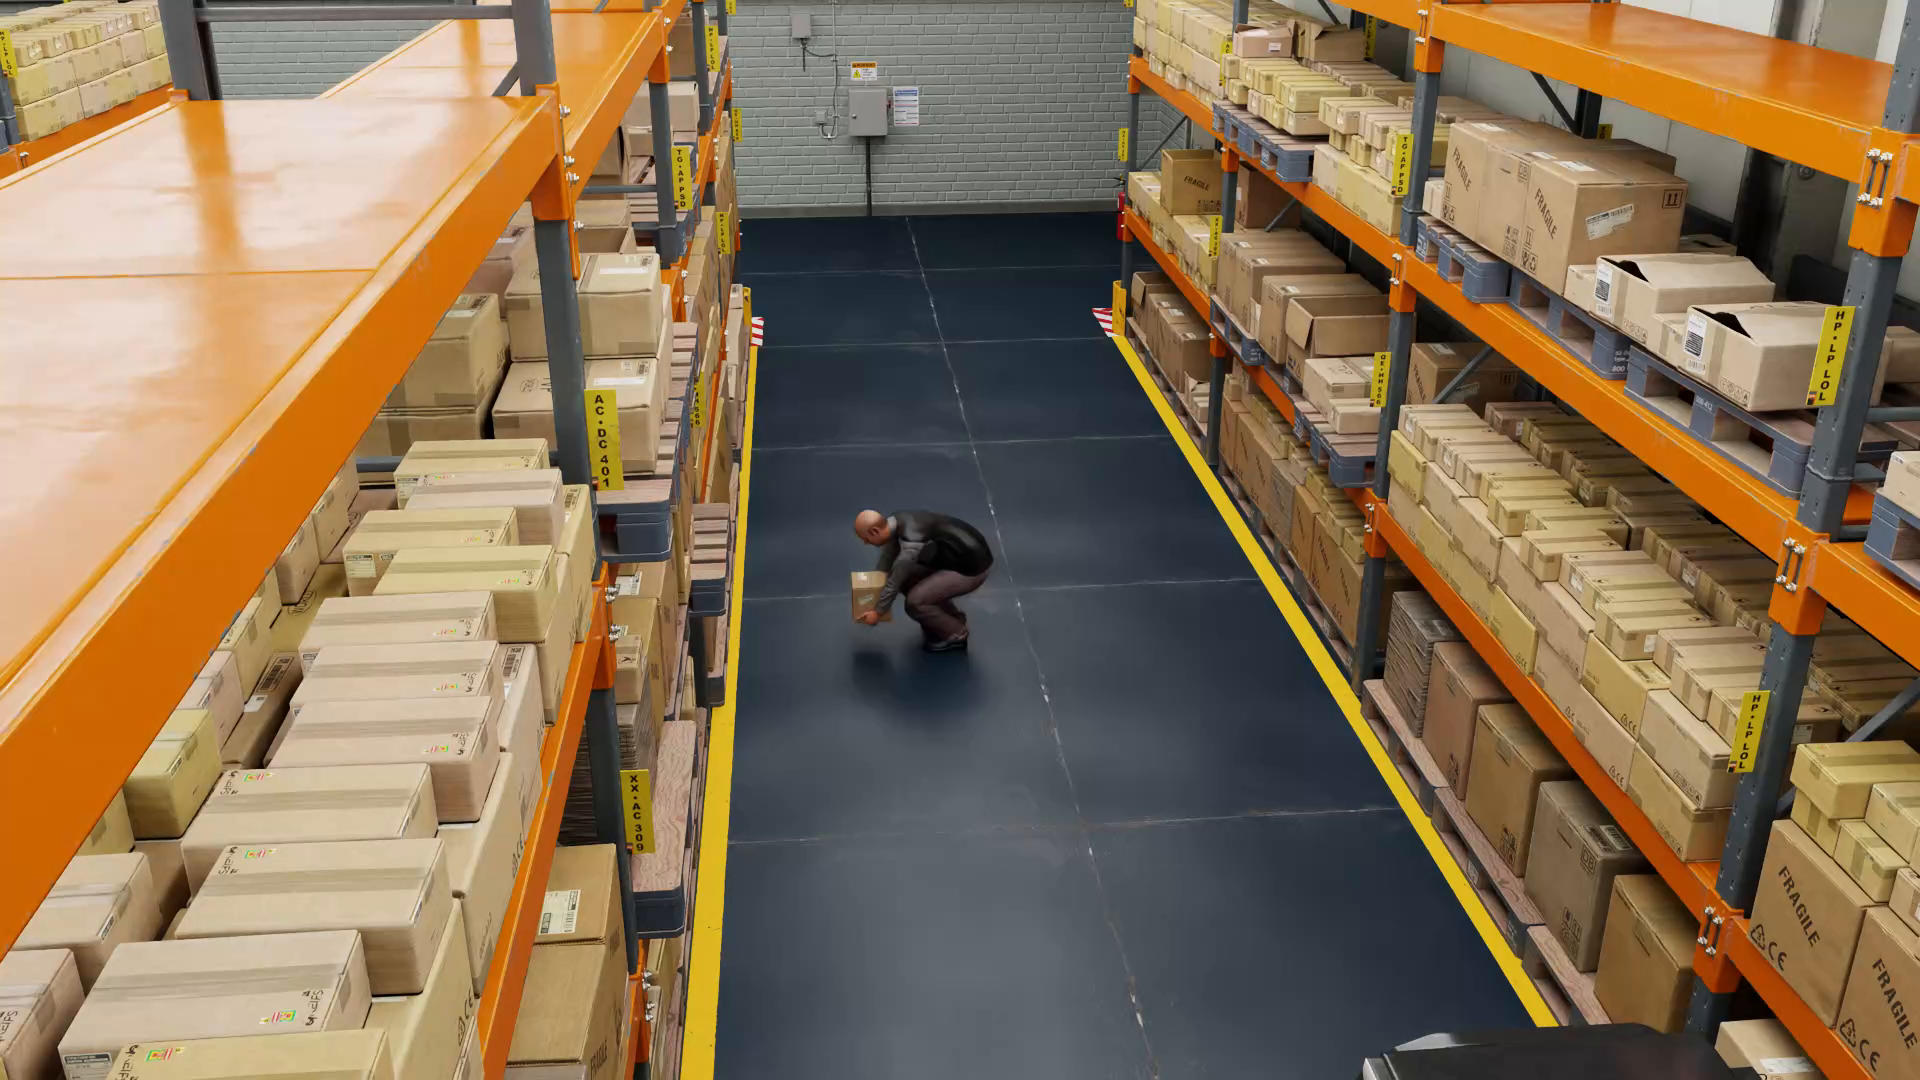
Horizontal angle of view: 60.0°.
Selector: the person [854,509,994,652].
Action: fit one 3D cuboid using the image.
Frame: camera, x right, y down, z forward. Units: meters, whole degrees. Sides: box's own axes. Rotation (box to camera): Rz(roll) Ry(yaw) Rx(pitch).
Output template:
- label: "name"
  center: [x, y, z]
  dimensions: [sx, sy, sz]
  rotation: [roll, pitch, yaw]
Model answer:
- label: "person"
  center: [-0.235, 0.225, 10.807]
  dimensions: [0.894, 0.959, 0.509]
  rotation: [-3, 24, -7]
